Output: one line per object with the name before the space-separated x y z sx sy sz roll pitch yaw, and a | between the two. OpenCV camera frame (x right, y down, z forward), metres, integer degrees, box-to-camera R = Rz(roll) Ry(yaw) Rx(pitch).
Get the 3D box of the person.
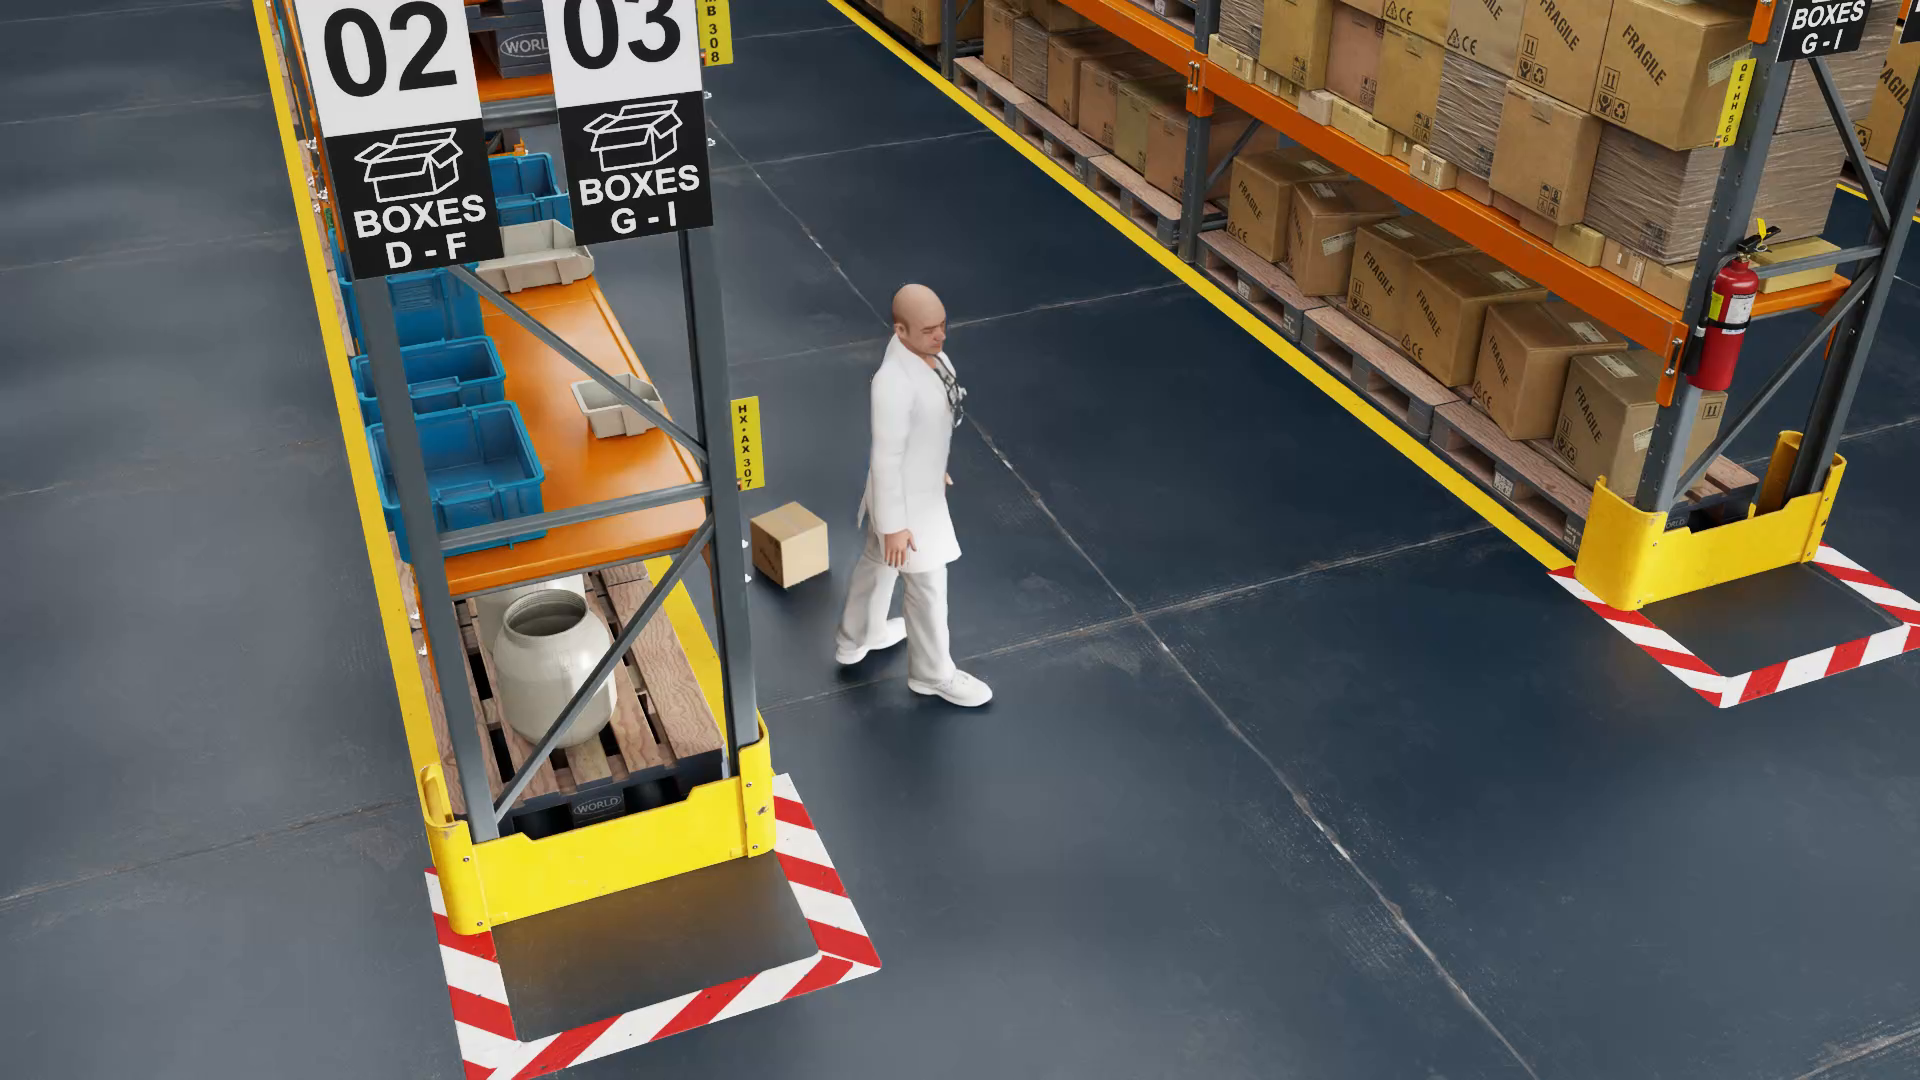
person | -0.194 -0.175 6.419 0.676 1.778 0.612 2 33 3
